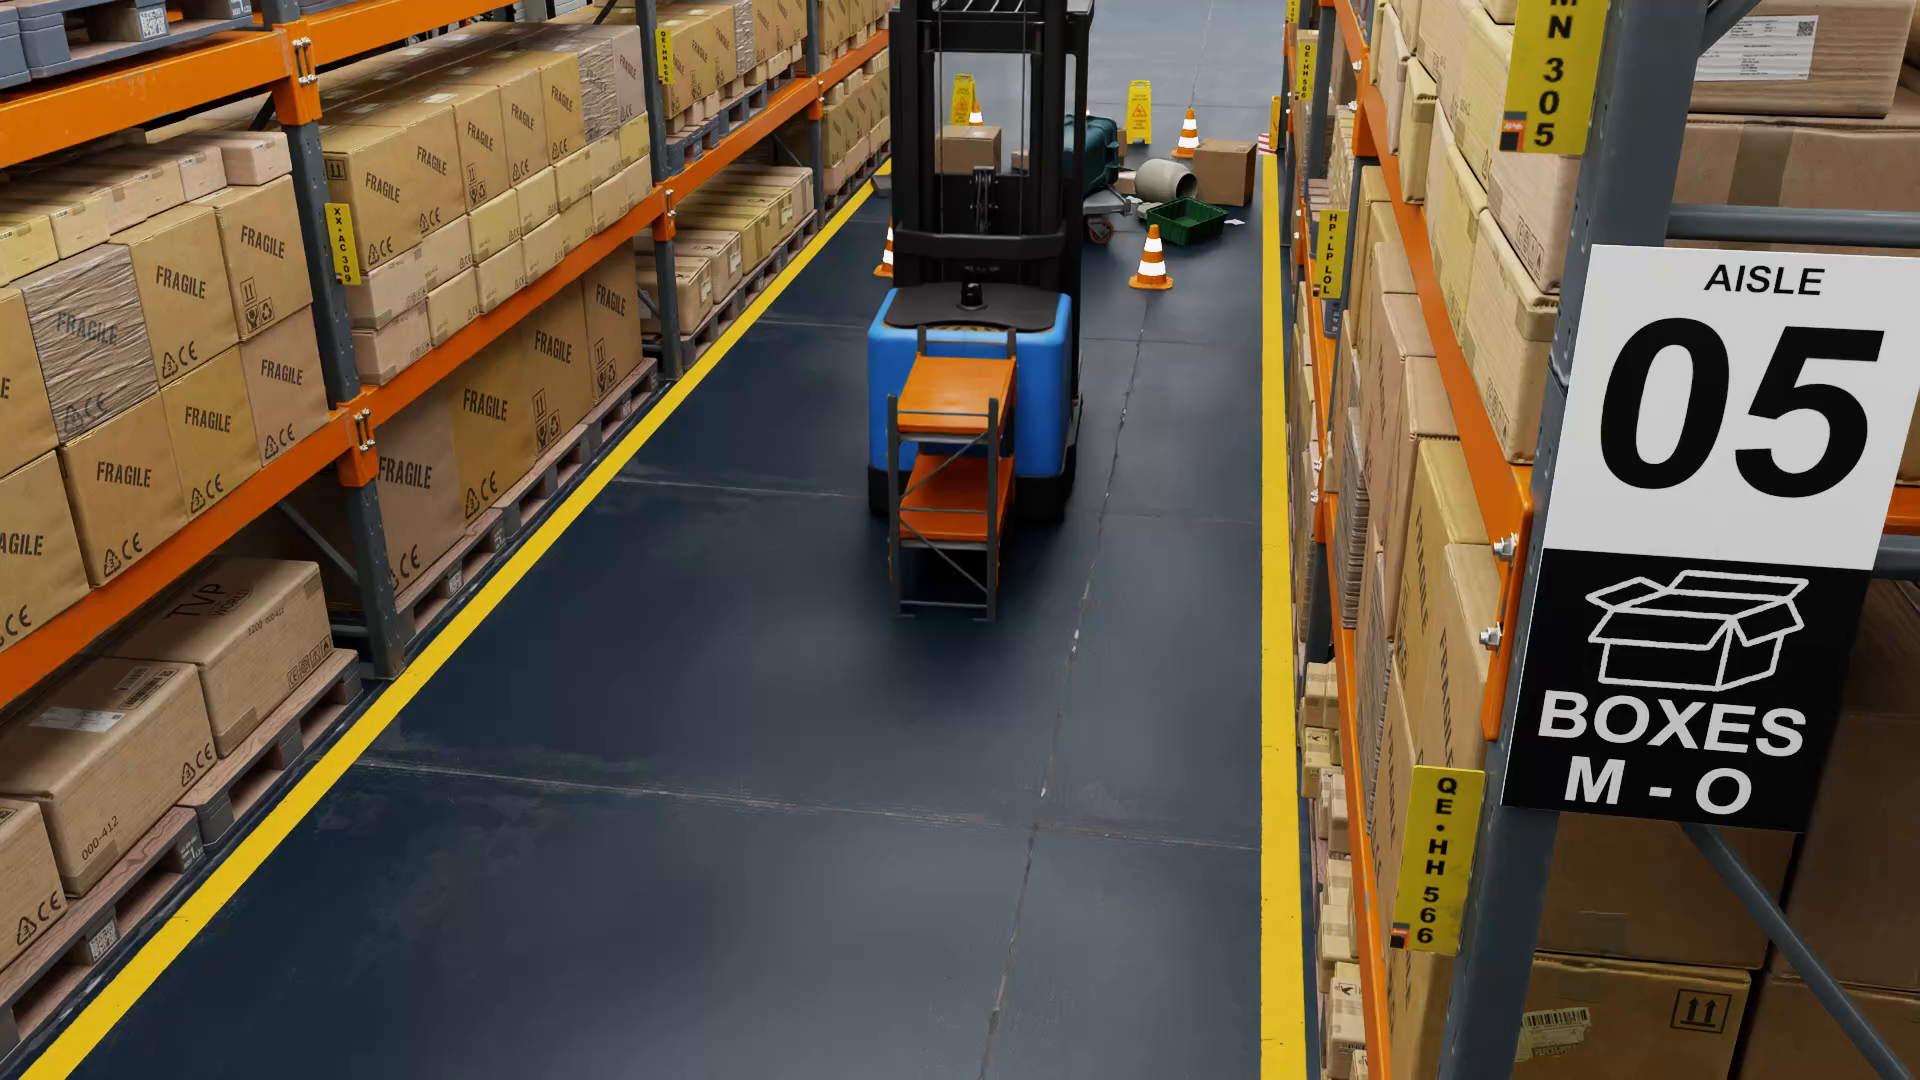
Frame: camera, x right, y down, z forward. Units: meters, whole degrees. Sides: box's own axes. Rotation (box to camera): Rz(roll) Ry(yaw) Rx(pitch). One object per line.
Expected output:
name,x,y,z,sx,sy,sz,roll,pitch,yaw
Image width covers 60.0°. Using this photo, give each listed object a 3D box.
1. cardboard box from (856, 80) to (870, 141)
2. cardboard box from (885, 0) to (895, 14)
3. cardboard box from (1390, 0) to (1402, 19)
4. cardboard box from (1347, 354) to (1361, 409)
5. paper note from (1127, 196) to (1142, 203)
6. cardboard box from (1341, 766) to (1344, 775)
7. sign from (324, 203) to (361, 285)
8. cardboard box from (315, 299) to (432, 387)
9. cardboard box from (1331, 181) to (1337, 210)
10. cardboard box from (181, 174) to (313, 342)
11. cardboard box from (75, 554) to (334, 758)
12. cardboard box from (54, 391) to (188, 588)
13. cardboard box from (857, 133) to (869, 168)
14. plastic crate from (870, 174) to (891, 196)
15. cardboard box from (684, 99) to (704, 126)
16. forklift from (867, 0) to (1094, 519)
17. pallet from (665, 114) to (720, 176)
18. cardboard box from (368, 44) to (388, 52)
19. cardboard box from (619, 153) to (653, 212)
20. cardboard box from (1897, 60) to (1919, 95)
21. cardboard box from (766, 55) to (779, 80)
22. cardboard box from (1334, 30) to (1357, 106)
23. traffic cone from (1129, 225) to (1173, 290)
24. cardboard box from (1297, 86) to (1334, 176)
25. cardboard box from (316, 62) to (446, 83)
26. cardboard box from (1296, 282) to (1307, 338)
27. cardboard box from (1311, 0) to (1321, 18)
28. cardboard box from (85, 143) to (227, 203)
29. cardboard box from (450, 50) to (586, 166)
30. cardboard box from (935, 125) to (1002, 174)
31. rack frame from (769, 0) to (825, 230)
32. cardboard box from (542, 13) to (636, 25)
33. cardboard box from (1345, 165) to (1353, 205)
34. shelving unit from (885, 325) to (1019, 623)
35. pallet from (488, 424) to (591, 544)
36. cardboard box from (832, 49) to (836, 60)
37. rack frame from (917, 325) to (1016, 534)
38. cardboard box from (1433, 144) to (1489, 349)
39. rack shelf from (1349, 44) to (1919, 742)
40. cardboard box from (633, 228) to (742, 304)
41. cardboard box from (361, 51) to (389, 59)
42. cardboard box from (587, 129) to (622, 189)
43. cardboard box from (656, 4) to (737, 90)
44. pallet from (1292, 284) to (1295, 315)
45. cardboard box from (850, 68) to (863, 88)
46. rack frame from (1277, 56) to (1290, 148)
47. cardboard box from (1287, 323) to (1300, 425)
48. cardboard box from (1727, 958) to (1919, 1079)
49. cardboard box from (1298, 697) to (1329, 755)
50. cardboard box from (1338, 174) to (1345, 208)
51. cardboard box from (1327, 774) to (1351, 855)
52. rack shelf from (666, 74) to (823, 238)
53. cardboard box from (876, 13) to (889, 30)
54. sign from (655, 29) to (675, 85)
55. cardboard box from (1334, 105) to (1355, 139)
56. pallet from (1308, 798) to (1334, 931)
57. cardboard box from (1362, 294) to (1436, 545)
cardboard box,-1.166,-4.083,15.798,0.500,0.500,0.500,5,26,11
cardboard box,-0.941,-5.527,16.551,0.500,0.500,0.500,4,25,9
cardboard box,1.500,-1.607,4.693,0.500,0.250,0.500,4,25,8
cardboard box,1.498,-0.265,5.310,0.500,0.500,0.500,4,25,9
paper note,1.625,-3.175,15.506,0.172,0.023,0.155,13,28,26
cardboard box,1.569,0.830,5.956,0.380,0.149,0.250,4,25,8
sign,-2.451,-1.173,6.604,0.100,0.325,0.005,4,25,9
cardboard box,-2.666,-0.881,7.271,0.500,0.250,0.500,3,25,7
cardboard box,2.195,-1.834,8.930,0.380,0.149,0.250,5,26,11
cardboard box,-2.803,-1.065,6.189,0.500,0.500,0.500,4,25,8
cardboard box,-3.207,0.442,6.794,0.875,0.438,0.875,4,25,8
cardboard box,-2.969,-0.190,5.500,0.500,0.500,0.500,4,25,8
cardboard box,-1.168,-3.748,15.967,0.500,0.250,0.500,4,25,8
plastic crate,-0.626,-3.407,15.934,0.402,0.080,0.583,-5,25,-10
cardboard box,-1.939,-2.883,11.172,0.380,0.149,0.250,2,25,5
forklift,0.183,-2.031,9.633,1.130,2.935,3.031,3,25,6
pallet,-2.334,-2.675,11.152,1.213,0.211,1.003,4,25,9
cardboard box,-6.279,-5.145,17.772,0.500,0.250,0.500,4,25,9
cardboard box,-2.172,-2.159,10.001,0.500,0.250,0.500,3,25,7
cardboard box,1.577,-0.496,2.321,0.500,0.250,0.500,4,25,9
cardboard box,-1.608,-3.645,12.800,0.380,0.149,0.250,4,25,9
cardboard box,2.638,-2.841,9.983,0.700,0.500,0.500,4,25,8
traffic cone,1.500,-2.223,12.954,0.336,0.463,0.334,4,25,9
cardboard box,2.446,-2.616,10.683,0.500,0.500,0.500,4,25,9
cardboard box,-2.924,-2.131,8.467,0.500,0.500,0.500,4,25,9
cardboard box,2.203,-1.282,9.518,0.500,0.250,0.500,3,25,6
cardboard box,3.303,-4.537,13.455,0.875,0.550,0.550,4,25,9
cardboard box,-2.885,-1.322,5.973,0.380,0.149,0.250,5,25,10
cardboard box,-2.335,-2.298,8.823,0.500,0.500,0.500,4,25,9
cardboard box,0.070,-3.229,14.166,0.500,0.500,0.500,4,25,9
rack frame,-1.691,-4.129,14.033,1.000,3.000,0.127,4,25,9
cardboard box,-2.471,-3.253,11.197,0.500,0.500,0.500,4,25,8
cardboard box,2.031,-1.668,7.874,0.380,0.149,0.250,4,25,8
shelving unit,-0.022,-0.347,8.165,0.538,1.125,1.048,3,25,6
pallet,-2.750,-0.360,9.270,1.003,0.211,1.213,4,25,9
cardboard box,-1.320,-4.347,14.796,0.380,0.149,0.250,4,25,8
rack frame,0.033,-0.561,8.623,0.500,1.125,0.032,3,25,6
cardboard box,1.137,-0.523,2.967,0.500,0.250,0.500,4,25,9
rack shelf,1.574,-0.679,3.972,1.077,0.370,4.000,4,25,9
cardboard box,-2.130,-2.001,12.091,0.950,0.372,0.625,4,25,8
cardboard box,-5.853,-4.902,17.254,0.500,0.250,0.500,4,25,9
cardboard box,-2.254,-2.180,9.456,0.500,0.250,0.500,3,25,7
cardboard box,-1.885,-3.440,11.596,0.500,0.500,0.500,4,25,9
pallet,2.960,-1.726,12.188,1.003,0.211,1.213,4,25,9
cardboard box,-1.126,-4.312,15.521,0.380,0.149,0.250,5,26,12
rack frame,3.862,-5.501,16.965,1.000,3.000,0.127,4,25,9
cardboard box,2.188,-0.935,9.663,0.500,0.500,0.500,3,25,6
cardboard box,1.593,0.842,2.945,0.500,0.500,0.500,5,26,11
cardboard box,1.525,0.748,6.480,0.380,0.149,0.250,3,25,6
cardboard box,2.113,-1.743,8.386,0.380,0.149,0.250,4,25,9
cardboard box,1.402,0.910,5.432,0.380,0.149,0.250,5,25,10
rack shelf,-2.018,-2.967,12.399,1.077,0.370,4.000,4,25,9
cardboard box,-0.895,-5.188,16.592,0.380,0.149,0.250,4,25,9
sign,-1.797,-2.944,10.135,0.100,0.325,0.005,4,25,9
cardboard box,2.288,-2.320,9.267,0.380,0.149,0.250,4,25,9
pallet,1.826,1.064,6.229,1.003,0.211,1.213,4,25,9
cardboard box,1.319,-0.303,4.210,0.500,0.500,0.500,3,25,7
